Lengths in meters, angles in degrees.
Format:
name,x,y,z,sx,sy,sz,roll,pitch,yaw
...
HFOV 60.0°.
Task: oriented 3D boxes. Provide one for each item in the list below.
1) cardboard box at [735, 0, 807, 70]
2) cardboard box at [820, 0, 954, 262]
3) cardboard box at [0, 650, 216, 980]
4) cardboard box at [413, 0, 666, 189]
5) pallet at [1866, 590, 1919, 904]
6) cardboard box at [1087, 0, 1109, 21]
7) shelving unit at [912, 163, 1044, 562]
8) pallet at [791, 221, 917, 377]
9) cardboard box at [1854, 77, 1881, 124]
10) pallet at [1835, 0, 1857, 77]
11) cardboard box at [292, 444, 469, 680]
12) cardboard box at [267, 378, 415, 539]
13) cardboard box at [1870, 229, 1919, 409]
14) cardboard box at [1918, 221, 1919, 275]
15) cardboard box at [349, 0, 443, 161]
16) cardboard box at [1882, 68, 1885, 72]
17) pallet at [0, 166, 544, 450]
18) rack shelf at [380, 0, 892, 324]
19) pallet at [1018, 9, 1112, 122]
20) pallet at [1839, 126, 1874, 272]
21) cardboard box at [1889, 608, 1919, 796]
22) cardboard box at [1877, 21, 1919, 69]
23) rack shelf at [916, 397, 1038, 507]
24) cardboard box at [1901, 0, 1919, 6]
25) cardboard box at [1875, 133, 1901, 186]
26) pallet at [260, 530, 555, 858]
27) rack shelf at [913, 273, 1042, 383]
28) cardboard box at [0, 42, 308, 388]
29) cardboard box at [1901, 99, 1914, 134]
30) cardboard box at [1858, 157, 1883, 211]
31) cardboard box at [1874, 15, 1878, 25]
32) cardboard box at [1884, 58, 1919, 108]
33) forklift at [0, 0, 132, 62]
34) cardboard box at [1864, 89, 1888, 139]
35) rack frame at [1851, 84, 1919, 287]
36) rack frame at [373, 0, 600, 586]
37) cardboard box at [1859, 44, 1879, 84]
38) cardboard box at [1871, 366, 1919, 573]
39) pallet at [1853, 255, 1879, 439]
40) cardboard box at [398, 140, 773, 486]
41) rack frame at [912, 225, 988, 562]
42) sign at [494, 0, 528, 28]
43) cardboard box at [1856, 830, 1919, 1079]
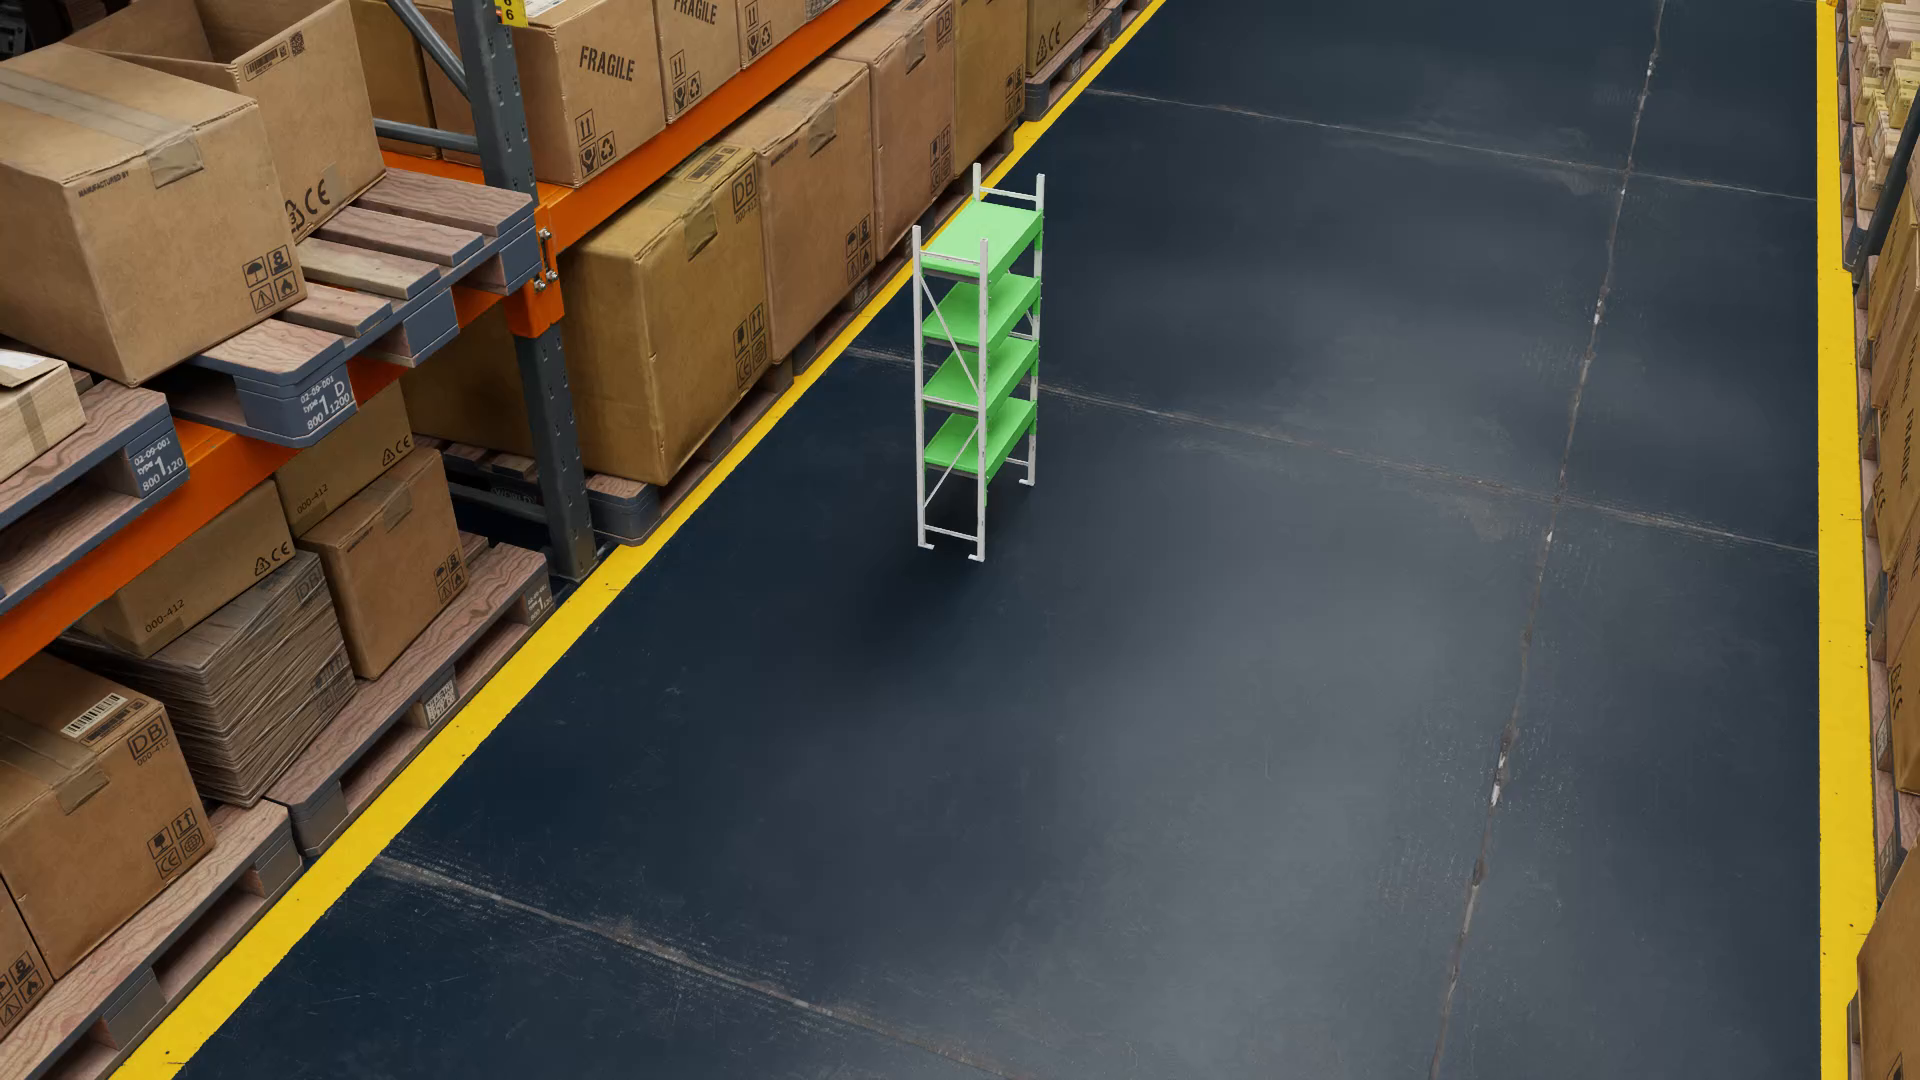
name,x,y,z,sx,sy,sz,roll,pitch,yaw
cardboard box,-0.885,-2.016,5.858,0.500,0.500,0.500,13,39,17
cardboard box,-0.750,-1.876,7.178,1.225,0.875,0.875,13,39,16
cardboard box,-2.352,0.628,4.125,0.700,0.500,0.500,17,40,21
cardboard box,-1.271,-1.445,5.095,0.500,0.500,0.500,15,39,19
pallet,3.140,0.672,4.674,1.003,0.211,1.213,14,39,18
cardboard box,0.482,-3.575,9.452,0.875,0.875,0.875,14,39,18
shelving unit,0.063,-0.572,5.513,0.258,1.200,0.503,14,39,18
pallet,-0.872,-1.174,7.144,1.003,0.211,1.213,14,39,18
cardboard box,4.591,-2.121,8.113,0.380,0.149,0.250,14,39,18
pallet,5.514,-2.841,9.374,1.003,0.211,1.213,14,39,18
cardboard box,-1.944,0.002,4.962,0.700,0.500,0.500,12,38,15
cardboard box,-1.935,-0.296,4.734,0.500,0.250,0.500,15,39,20
cardboard box,3.637,-0.752,5.988,0.500,0.500,0.500,16,40,20
cardboard box,3.637,-1.050,5.760,0.500,0.250,0.500,15,39,19
cardboard box,-1.749,-1.568,5.259,0.500,0.500,0.500,15,39,19
cardboard box,4.752,-2.330,8.144,0.380,0.149,0.250,12,38,16
pallet,-1.880,-0.702,4.344,1.213,0.211,1.003,14,39,18
rack shelf,-0.946,-2.017,6.544,1.077,0.370,4.000,14,39,18
pallet,0.176,-2.699,9.185,1.003,0.211,1.213,14,39,18
pallet,4.586,-1.490,7.567,1.003,0.211,1.213,14,39,18
cardboard box,2.850,0.397,4.451,0.500,0.500,0.500,14,39,18
cardboard box,4.595,-2.335,7.901,0.380,0.149,0.250,12,38,16
rack shelf,0.063,-0.329,5.695,0.258,0.148,0.480,14,39,18
cardboard box,4.882,-2.599,8.256,0.380,0.149,0.250,14,39,18
cardboard box,4.189,-1.619,7.193,0.380,0.149,0.250,15,39,19
pallet,-2.006,0.351,5.104,1.003,0.211,1.213,14,39,18
rack shelf,0.063,-0.713,5.408,0.258,0.148,0.480,14,39,18
cardboard box,-1.996,-0.766,3.836,0.700,0.500,0.500,20,41,24
cardboard box,4.258,-1.748,7.116,0.380,0.149,0.250,15,39,19
cardboard box,4.197,-1.548,7.346,0.380,0.149,0.250,14,39,18
cardboard box,5.070,-2.669,8.845,0.380,0.149,0.250,14,39,18
cardboard box,4.406,-2.038,7.504,0.380,0.149,0.250,13,39,17
forklift,-3.491,-1.515,5.329,1.130,2.935,3.031,15,39,19
cardboard box,4.366,-1.924,7.601,0.380,0.149,0.250,13,39,16
rack frame,4.363,-2.227,6.224,1.000,3.000,0.127,14,39,18
rack frame,-1.707,-1.198,4.847,1.000,3.000,0.127,14,39,18
cardboard box,4.813,-2.391,8.474,0.380,0.149,0.250,14,39,18
cardboard box,3.237,-0.186,5.231,0.500,0.500,0.500,12,38,16
pallet,4.068,-0.679,6.482,1.003,0.211,1.213,14,39,18
cardboard box,-1.426,-0.893,5.863,1.225,0.875,0.875,12,38,16
rack frame,-0.030,-0.437,5.333,0.240,1.200,0.015,14,39,18
sign,-1.202,-1.512,4.366,0.100,0.325,0.005,14,39,18
cardboard box,2.526,1.037,3.385,1.050,0.750,0.750,13,39,17
